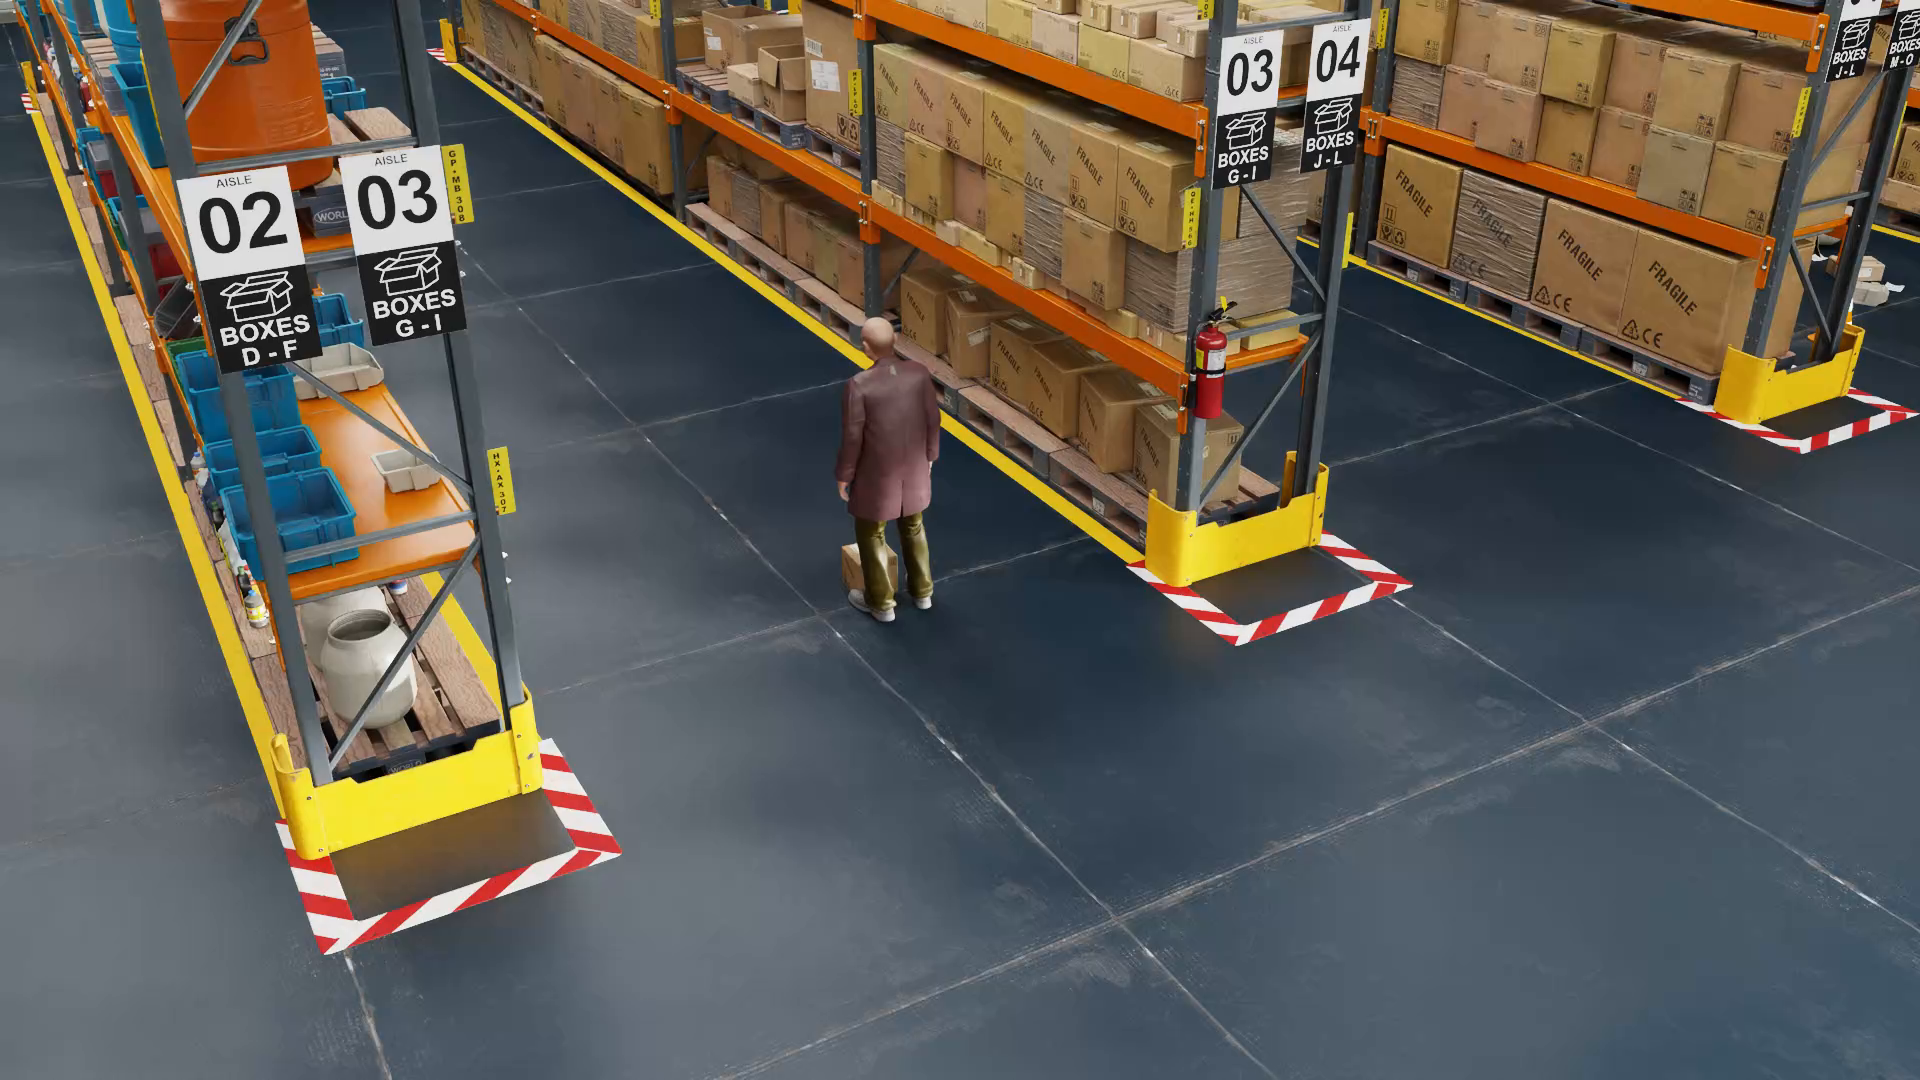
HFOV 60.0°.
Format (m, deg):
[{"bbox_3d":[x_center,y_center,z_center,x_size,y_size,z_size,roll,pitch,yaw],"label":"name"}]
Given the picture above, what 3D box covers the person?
[{"bbox_3d":[-0.402,-0.395,9.309,0.643,1.774,0.424,-15,32,-26],"label":"person"}]
